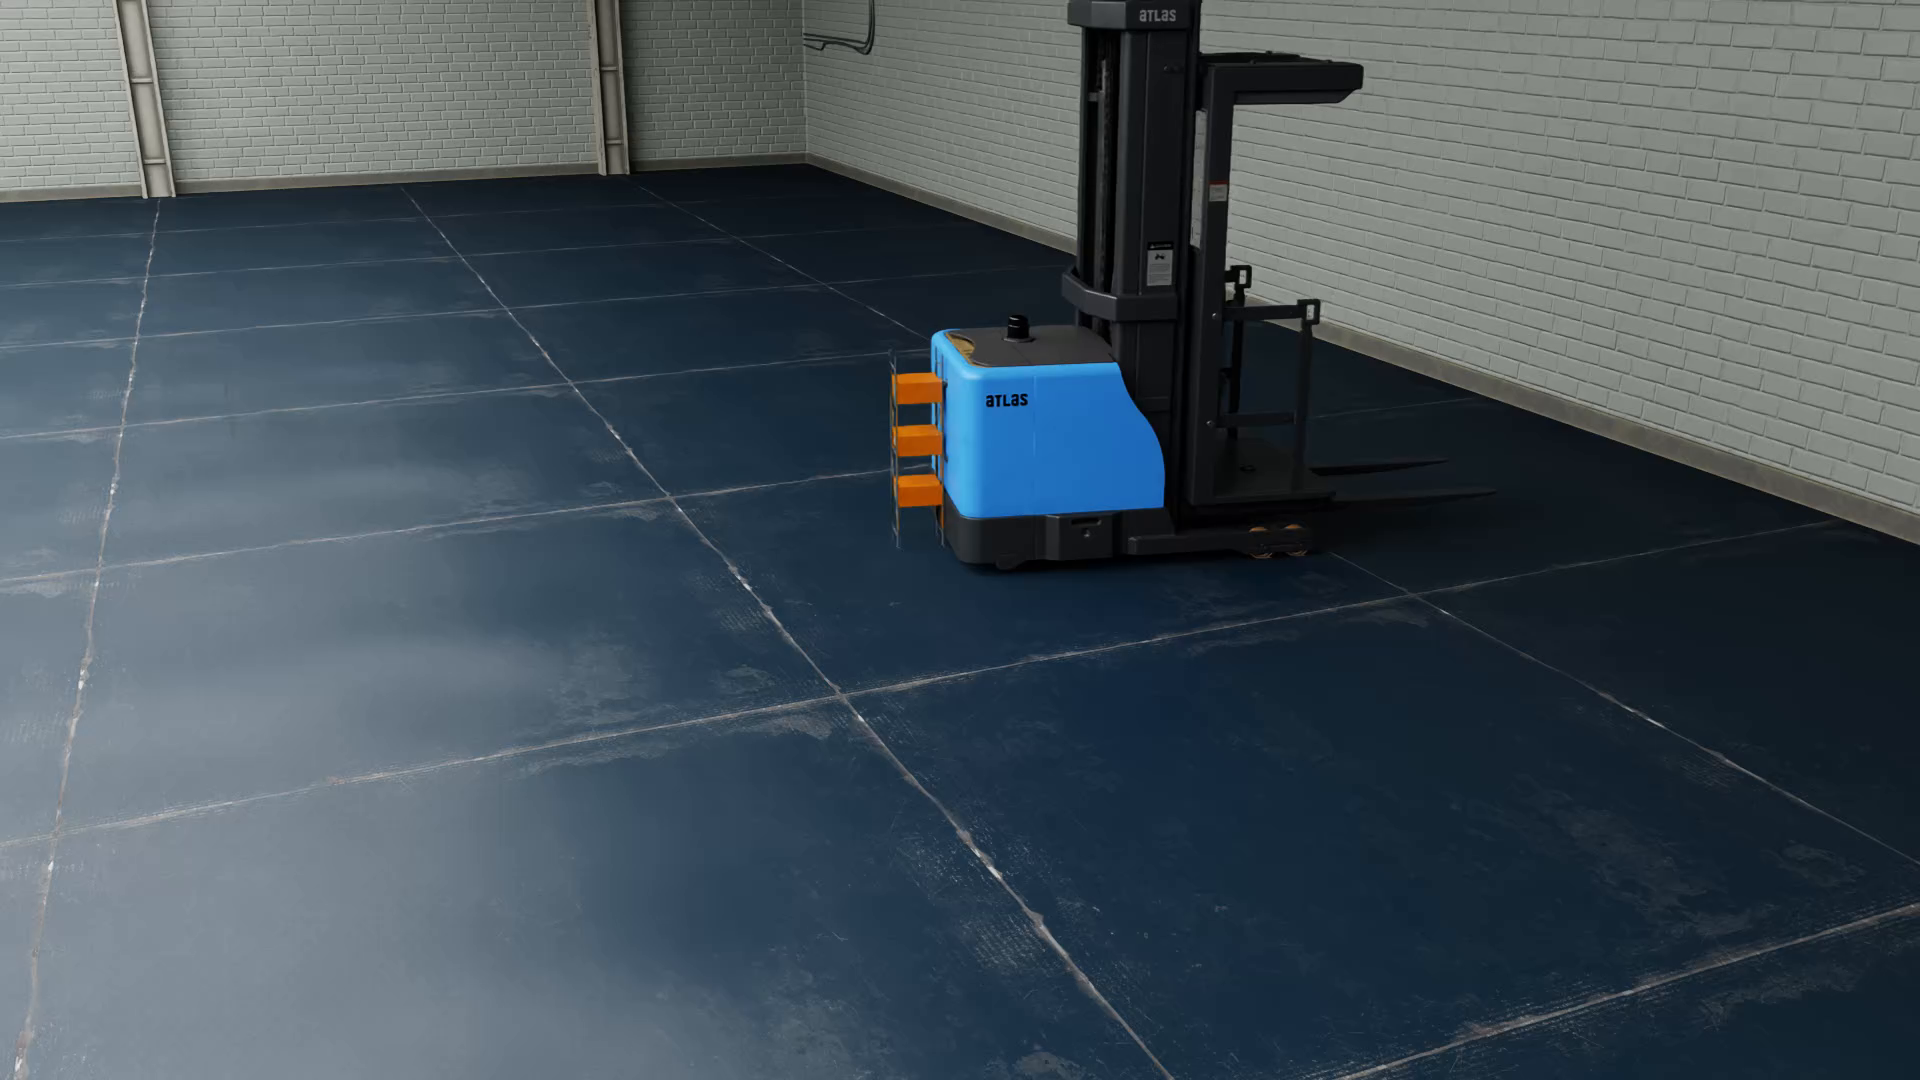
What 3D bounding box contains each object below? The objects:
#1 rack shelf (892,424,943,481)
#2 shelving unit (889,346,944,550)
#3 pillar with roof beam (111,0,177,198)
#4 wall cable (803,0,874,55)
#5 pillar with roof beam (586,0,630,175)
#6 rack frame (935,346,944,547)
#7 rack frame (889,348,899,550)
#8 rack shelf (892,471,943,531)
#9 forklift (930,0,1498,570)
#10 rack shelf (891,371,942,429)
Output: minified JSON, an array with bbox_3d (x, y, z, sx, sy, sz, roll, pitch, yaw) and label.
[{"bbox_3d":[-0.229,-0.474,8.818,0.240,0.259,0.215,-4,20,-10],"label":"rack shelf"},{"bbox_3d":[-0.229,-0.484,8.815,0.252,1.050,0.215,-4,20,-10],"label":"shelving unit"},{"bbox_3d":[-8.817,-7.456,16.650,0.400,9.000,9.100,-8,21,-22],"label":"pillar with roof beam"},{"bbox_3d":[-1.784,-8.078,23.091,0.112,2.526,3.097,-8,21,-22],"label":"wall cable"},{"bbox_3d":[-3.308,-8.246,18.891,0.400,9.000,9.100,-8,21,-22],"label":"pillar with roof beam"},{"bbox_3d":[-0.109,-0.491,8.836,0.008,1.050,0.200,-4,20,-10],"label":"rack frame"},{"bbox_3d":[-0.349,-0.476,8.793,0.008,1.050,0.200,-4,20,-10],"label":"rack frame"},{"bbox_3d":[-0.229,-0.212,8.911,0.240,0.259,0.215,-4,20,-10],"label":"rack shelf"},{"bbox_3d":[1.399,-1.451,8.731,3.031,2.935,1.130,-4,20,-10],"label":"forklift"},{"bbox_3d":[-0.229,-0.741,8.724,0.240,0.259,0.215,-4,20,-10],"label":"rack shelf"}]
